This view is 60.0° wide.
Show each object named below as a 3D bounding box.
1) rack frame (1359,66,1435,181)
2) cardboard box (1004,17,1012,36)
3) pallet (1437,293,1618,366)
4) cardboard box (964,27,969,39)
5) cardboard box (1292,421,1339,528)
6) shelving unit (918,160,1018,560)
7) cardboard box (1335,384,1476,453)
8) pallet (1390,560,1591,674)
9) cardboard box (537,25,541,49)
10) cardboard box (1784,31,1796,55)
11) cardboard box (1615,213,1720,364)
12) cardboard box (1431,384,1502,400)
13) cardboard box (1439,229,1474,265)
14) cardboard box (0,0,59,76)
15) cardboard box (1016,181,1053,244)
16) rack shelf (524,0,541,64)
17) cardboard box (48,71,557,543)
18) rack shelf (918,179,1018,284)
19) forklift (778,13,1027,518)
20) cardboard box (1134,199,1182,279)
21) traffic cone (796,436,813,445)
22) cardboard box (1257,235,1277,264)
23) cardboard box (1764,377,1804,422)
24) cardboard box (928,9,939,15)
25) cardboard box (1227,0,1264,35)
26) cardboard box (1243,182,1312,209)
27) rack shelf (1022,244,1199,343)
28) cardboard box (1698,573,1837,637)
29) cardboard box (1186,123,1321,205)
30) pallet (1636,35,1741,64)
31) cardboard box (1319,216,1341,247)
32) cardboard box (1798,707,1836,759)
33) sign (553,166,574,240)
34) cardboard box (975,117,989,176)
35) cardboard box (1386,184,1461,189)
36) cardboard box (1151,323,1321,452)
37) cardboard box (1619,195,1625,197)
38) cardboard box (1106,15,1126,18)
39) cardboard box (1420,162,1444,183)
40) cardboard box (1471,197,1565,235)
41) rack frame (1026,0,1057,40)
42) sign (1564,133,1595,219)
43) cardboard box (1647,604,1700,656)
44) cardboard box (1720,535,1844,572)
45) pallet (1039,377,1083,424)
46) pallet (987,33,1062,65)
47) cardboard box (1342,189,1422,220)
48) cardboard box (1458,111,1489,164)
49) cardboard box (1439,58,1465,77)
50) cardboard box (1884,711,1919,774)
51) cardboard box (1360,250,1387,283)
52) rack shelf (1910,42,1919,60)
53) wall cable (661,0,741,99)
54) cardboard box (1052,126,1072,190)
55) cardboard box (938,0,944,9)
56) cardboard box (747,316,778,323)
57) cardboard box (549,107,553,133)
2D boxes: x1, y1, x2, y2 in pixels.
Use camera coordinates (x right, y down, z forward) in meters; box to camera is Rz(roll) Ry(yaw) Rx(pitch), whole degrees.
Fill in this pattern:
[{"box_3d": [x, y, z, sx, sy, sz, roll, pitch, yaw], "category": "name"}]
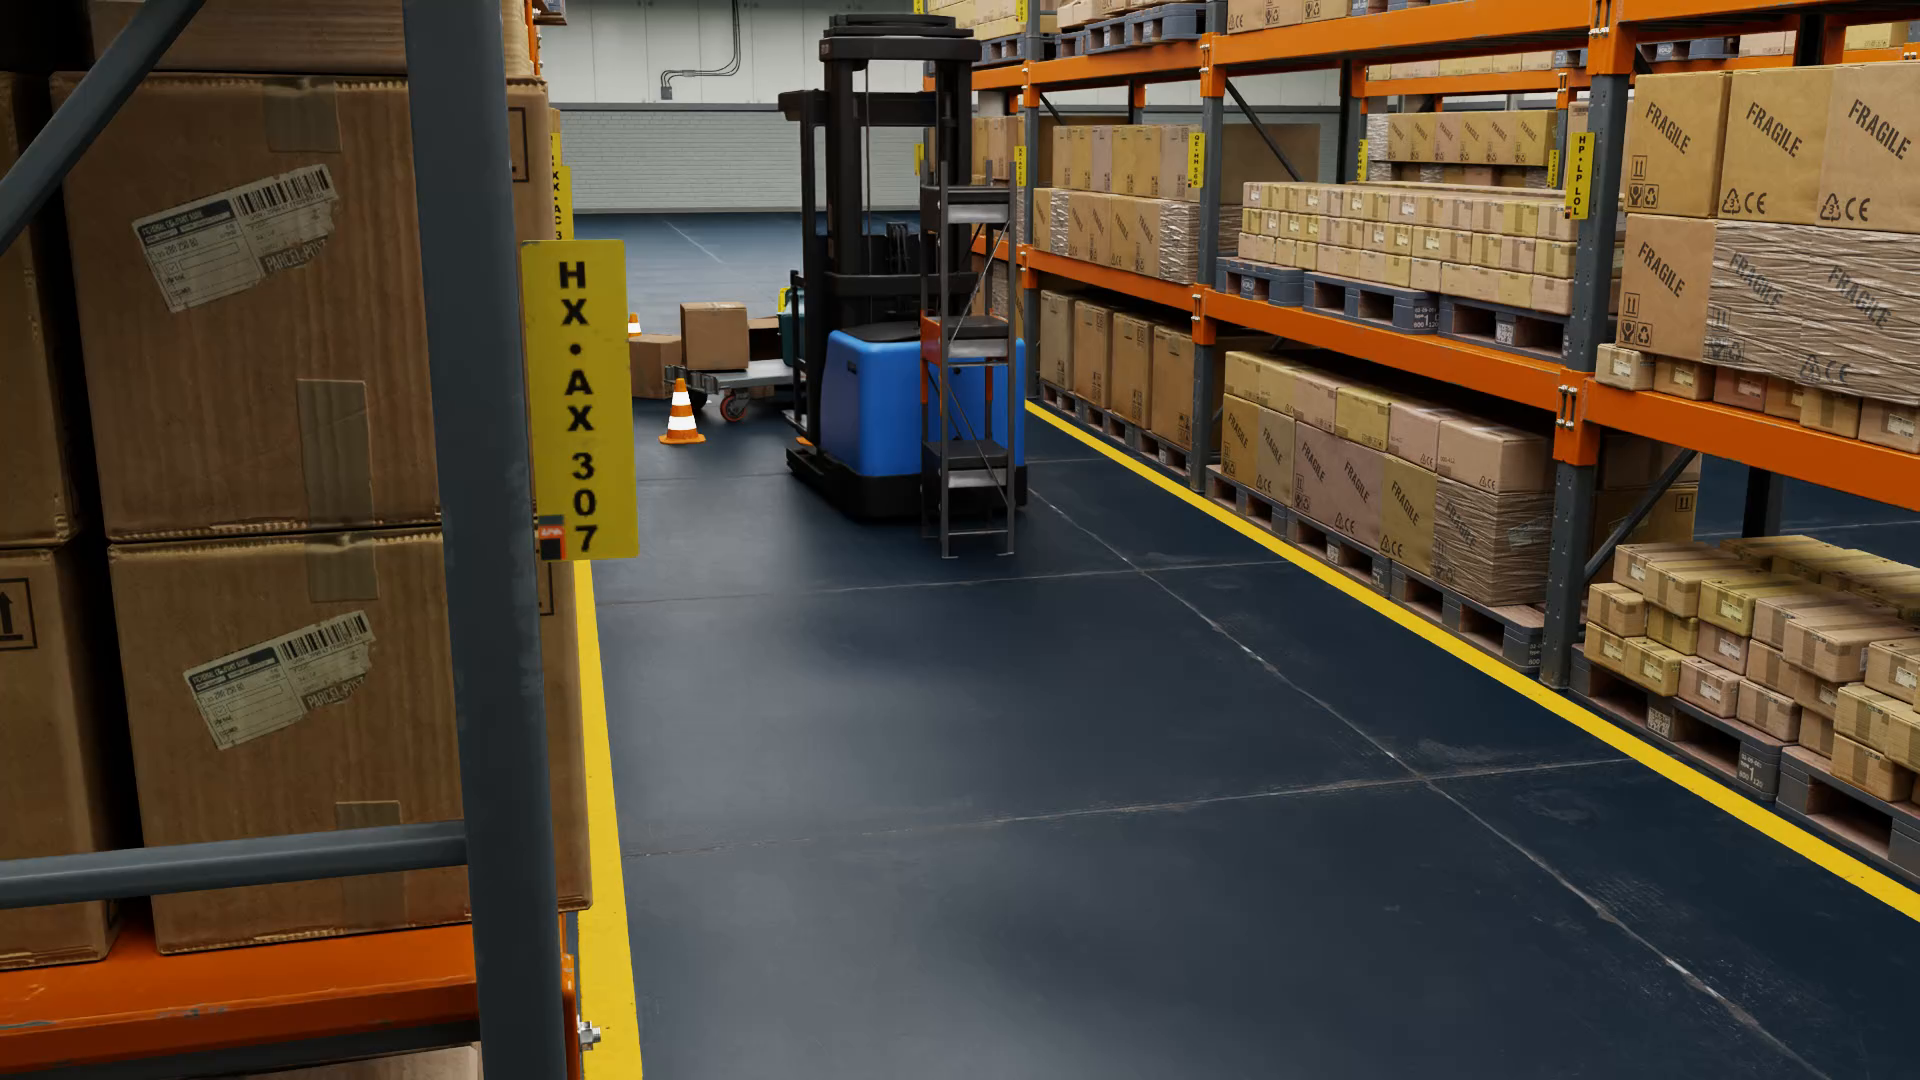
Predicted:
[{"box_3d": [4.952, -3.893, 19.041, 1.000, 3.000, 0.127, -3, 14, -13], "category": "rack frame"}, {"box_3d": [0.590, -4.429, 14.349, 0.380, 0.149, 0.250, -3, 14, -12], "category": "cardboard box"}, {"box_3d": [2.887, -0.963, 7.452, 1.003, 0.211, 1.213, -3, 14, -13], "category": "pallet"}, {"box_3d": [0.232, -4.781, 15.789, 0.380, 0.149, 0.250, -3, 14, -13], "category": "cardboard box"}, {"box_3d": [2.150, -0.373, 9.014, 0.500, 0.500, 0.500, -4, 14, -15], "category": "cardboard box"}, {"box_3d": [0.039, -0.982, 9.022, 0.431, 2.100, 0.503, -3, 14, -13], "category": "shelving unit"}, {"box_3d": [2.259, -0.624, 8.462, 0.500, 0.250, 0.500, -4, 14, -16], "category": "cardboard box"}, {"box_3d": [2.741, 0.304, 7.740, 1.003, 0.211, 1.213, -3, 14, -13], "category": "pallet"}, {"box_3d": [-3.814, -4.298, 14.069, 0.500, 0.250, 0.500, -3, 14, -13], "category": "cardboard box"}, {"box_3d": [6.351, -3.641, 12.008, 0.500, 0.250, 0.500, -3, 14, -13], "category": "cardboard box"}, {"box_3d": [2.796, -0.936, 6.102, 0.500, 0.500, 0.500, -4, 14, -14], "category": "cardboard box"}, {"box_3d": [2.765, -0.651, 8.575, 0.500, 0.250, 0.500, -3, 14, -11], "category": "cardboard box"}, {"box_3d": [2.452, -1.360, 7.690, 0.380, 0.149, 0.250, -4, 14, -15], "category": "cardboard box"}, {"box_3d": [-1.202, -0.571, 1.758, 0.380, 0.149, 0.250, -3, 14, -12], "category": "cardboard box"}, {"box_3d": [0.948, -2.874, 14.556, 0.875, 0.550, 0.550, -3, 14, -13], "category": "cardboard box"}, {"box_3d": [-1.393, -1.219, 3.290, 1.077, 0.370, 4.000, -3, 14, -13], "category": "rack shelf"}, {"box_3d": [-0.759, -0.310, 2.060, 0.500, 0.500, 0.500, -4, 14, -14], "category": "cardboard box"}, {"box_3d": [0.039, -1.649, 8.859, 0.431, 0.518, 0.480, -3, 14, -13], "category": "rack shelf"}, {"box_3d": [-0.541, -1.860, 10.863, 1.130, 2.935, 3.031, -4, 14, -18], "category": "forklift"}, {"box_3d": [1.503, -2.047, 11.275, 0.500, 0.500, 0.500, -3, 14, -13], "category": "cardboard box"}, {"box_3d": [-1.050, -0.966, 12.407, 0.336, 0.463, 0.334, -3, 14, -13], "category": "traffic cone"}, {"box_3d": [1.957, -1.700, 9.709, 0.380, 0.149, 0.250, -3, 14, -10], "category": "cardboard box"}, {"box_3d": [2.978, -0.489, 5.637, 0.380, 0.149, 0.250, -4, 14, -16], "category": "cardboard box"}, {"box_3d": [-0.030, -5.296, 17.056, 0.500, 0.250, 0.500, -3, 14, -13], "category": "cardboard box"}, {"box_3d": [1.861, -3.153, 9.483, 0.500, 0.500, 0.500, -3, 14, -13], "category": "cardboard box"}, {"box_3d": [1.907, -2.047, 9.876, 0.380, 0.149, 0.250, -3, 14, -13], "category": "cardboard box"}, {"box_3d": [1.516, -1.906, 12.425, 1.077, 0.370, 4.000, -3, 14, -13], "category": "rack shelf"}, {"box_3d": [2.919, 0.234, 6.018, 0.380, 0.149, 0.250, -3, 14, -14], "category": "cardboard box"}, {"box_3d": [1.890, -2.433, 10.747, 0.700, 0.500, 0.500, -3, 14, -13], "category": "cardboard box"}, {"box_3d": [6.179, -3.949, 13.345, 1.213, 0.211, 1.003, -3, 14, -13], "category": "pallet"}, {"box_3d": [2.153, -1.659, 8.913, 0.380, 0.149, 0.250, -3, 14, -13], "category": "cardboard box"}, {"box_3d": [3.075, 0.643, 5.597, 0.380, 0.149, 0.250, -4, 14, -16], "category": "cardboard box"}, {"box_3d": [-1.324, -1.063, 5.465, 0.100, 0.325, 0.005, -3, 14, -13], "category": "sign"}, {"box_3d": [0.625, -3.776, 15.971, 0.875, 0.550, 0.500, -3, 14, -13], "category": "cardboard box"}, {"box_3d": [2.665, -1.959, 9.517, 0.380, 0.149, 0.250, -3, 14, -11], "category": "cardboard box"}, {"box_3d": [1.930, -1.051, 11.264, 1.050, 0.750, 0.750, -3, 14, -14], "category": "cardboard box"}, {"box_3d": [3.094, -1.540, 7.801, 0.380, 0.149, 0.250, -3, 14, -14], "category": "cardboard box"}, {"box_3d": [1.280, -3.918, 12.011, 0.396, 0.266, 0.258, -3, 14, -13], "category": "cardboard box"}, {"box_3d": [5.364, -3.731, 17.542, 0.875, 0.500, 0.500, -3, 14, -13], "category": "cardboard box"}, {"box_3d": [2.518, -1.446, 7.416, 0.380, 0.149, 0.250, -4, 14, -15], "category": "cardboard box"}, {"box_3d": [1.046, -5.631, 13.516, 1.000, 3.000, 0.127, -3, 14, -13], "category": "rack frame"}, {"box_3d": [2.386, -1.402, 6.407, 0.100, 0.325, 0.005, -3, 14, -13], "category": "sign"}, {"box_3d": [2.846, 0.320, 6.294, 0.380, 0.149, 0.250, -3, 14, -13], "category": "cardboard box"}, {"box_3d": [3.262, 0.088, 6.616, 0.380, 0.149, 0.250, -3, 14, -12], "category": "cardboard box"}, {"box_3d": [1.301, -1.189, 13.848, 1.003, 0.211, 1.213, -3, 14, -13], "category": "pallet"}, {"box_3d": [0.864, -4.320, 14.658, 1.003, 0.211, 1.213, -3, 14, -13], "category": "pallet"}, {"box_3d": [2.216, -1.745, 8.639, 0.380, 0.149, 0.250, -3, 14, -11], "category": "cardboard box"}, {"box_3d": [5.283, -3.968, 16.405, 0.500, 0.500, 0.500, -3, 14, -13], "category": "cardboard box"}, {"box_3d": [5.180, -4.799, 16.745, 0.500, 0.250, 0.500, -3, 14, -12], "category": "cardboard box"}, {"box_3d": [3.071, 0.621, 5.060, 0.380, 0.149, 0.250, -3, 14, -13], "category": "cardboard box"}, {"box_3d": [2.267, -1.396, 8.465, 0.380, 0.149, 0.250, -4, 14, -15], "category": "cardboard box"}, {"box_3d": [7.300, -2.694, 9.328, 1.077, 0.370, 4.000, -3, 14, -13], "category": "rack shelf"}, {"box_3d": [-7.438, -15.618, 47.228, 2.305, 6.003, 0.169, -3, 14, -13], "category": "wall cable"}, {"box_3d": [1.168, -3.137, 13.630, 0.700, 0.500, 0.500, -4, 14, -14], "category": "cardboard box"}, {"box_3d": [0.218, -4.444, 17.280, 1.002, 2.307, 0.870, -3, 14, -14], "category": "cardboard box"}, {"box_3d": [-1.808, -1.864, 15.996, 0.637, 0.503, 0.797, 10, 17, 35], "category": "cardboard box"}, {"box_3d": [-3.733, -3.329, 13.790, 0.700, 0.500, 0.500, -3, 14, -13], "category": "cardboard box"}]
